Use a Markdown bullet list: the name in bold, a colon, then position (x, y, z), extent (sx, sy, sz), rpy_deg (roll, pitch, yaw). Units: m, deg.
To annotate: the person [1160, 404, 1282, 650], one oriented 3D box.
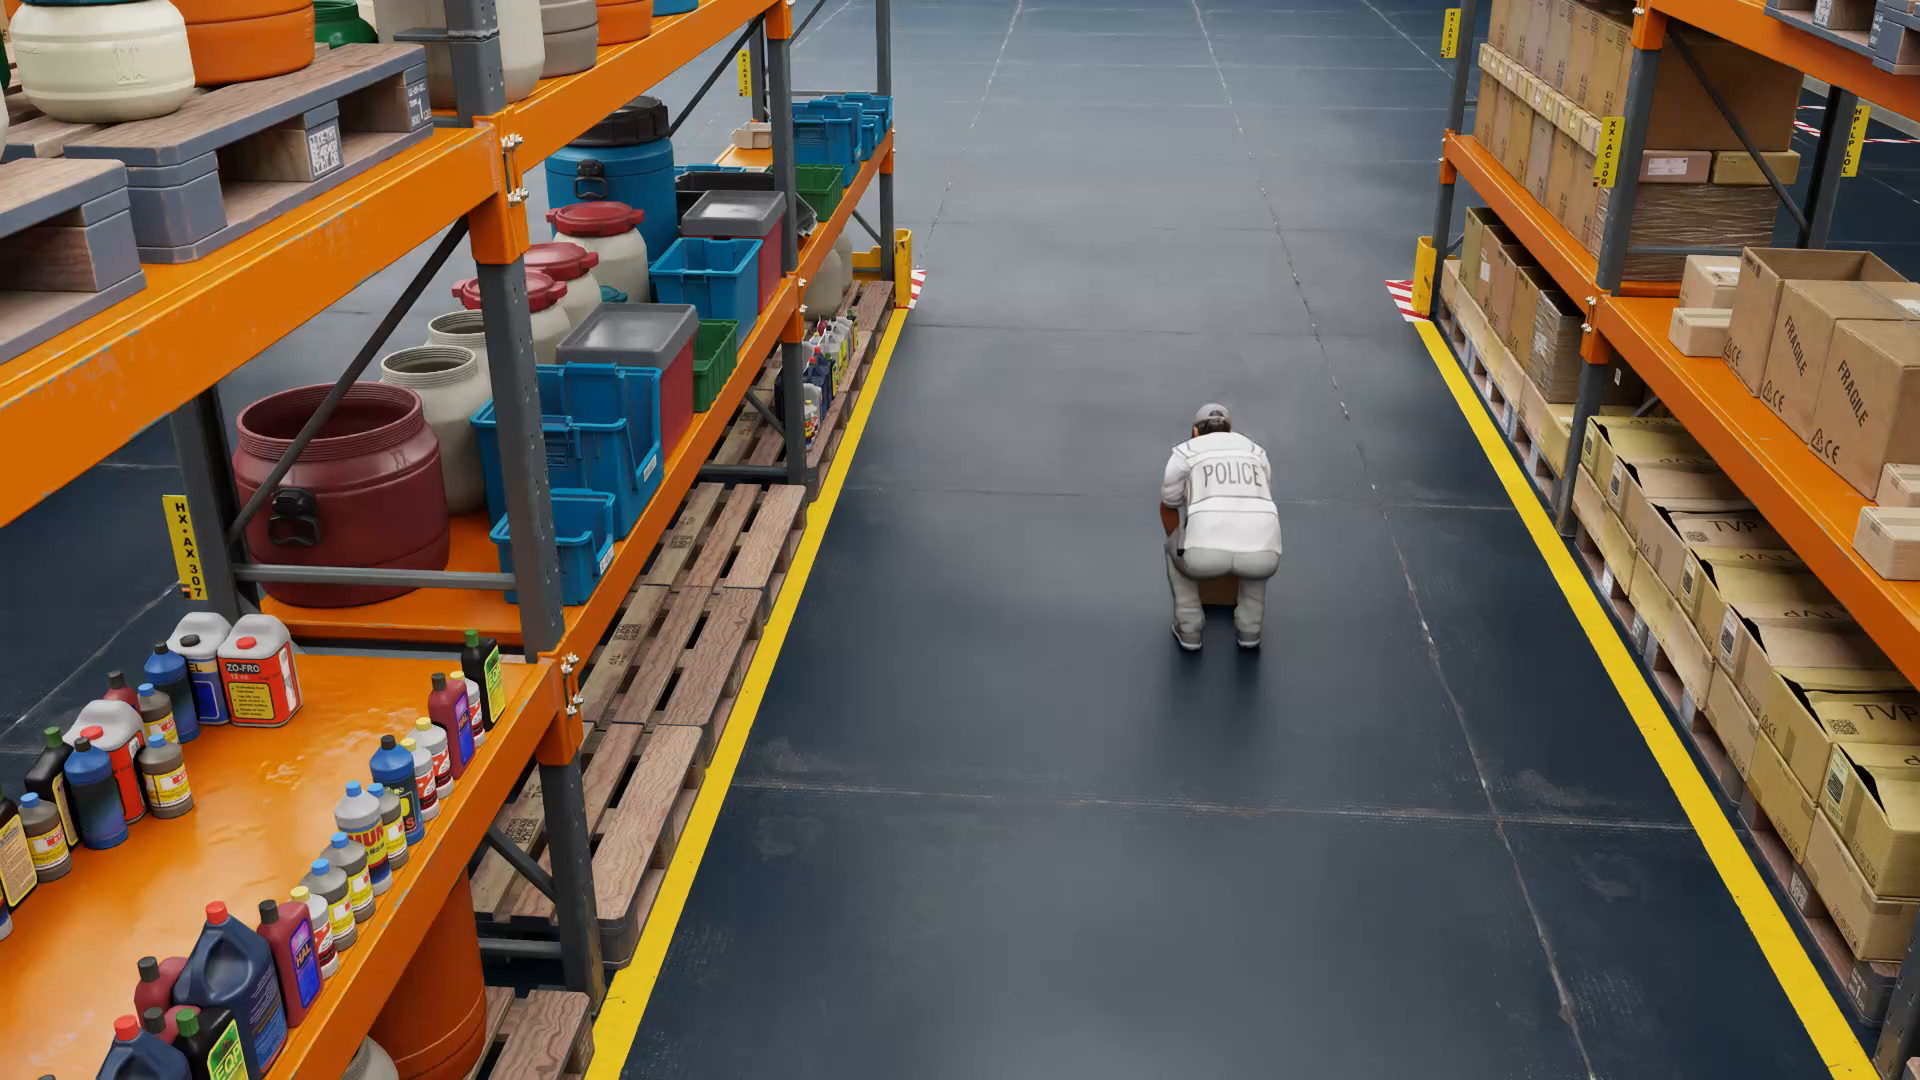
- **person**: position (1.167, -0.036, 7.495), extent (0.522, 0.992, 0.828), rpy_deg (2, 25, 4)
